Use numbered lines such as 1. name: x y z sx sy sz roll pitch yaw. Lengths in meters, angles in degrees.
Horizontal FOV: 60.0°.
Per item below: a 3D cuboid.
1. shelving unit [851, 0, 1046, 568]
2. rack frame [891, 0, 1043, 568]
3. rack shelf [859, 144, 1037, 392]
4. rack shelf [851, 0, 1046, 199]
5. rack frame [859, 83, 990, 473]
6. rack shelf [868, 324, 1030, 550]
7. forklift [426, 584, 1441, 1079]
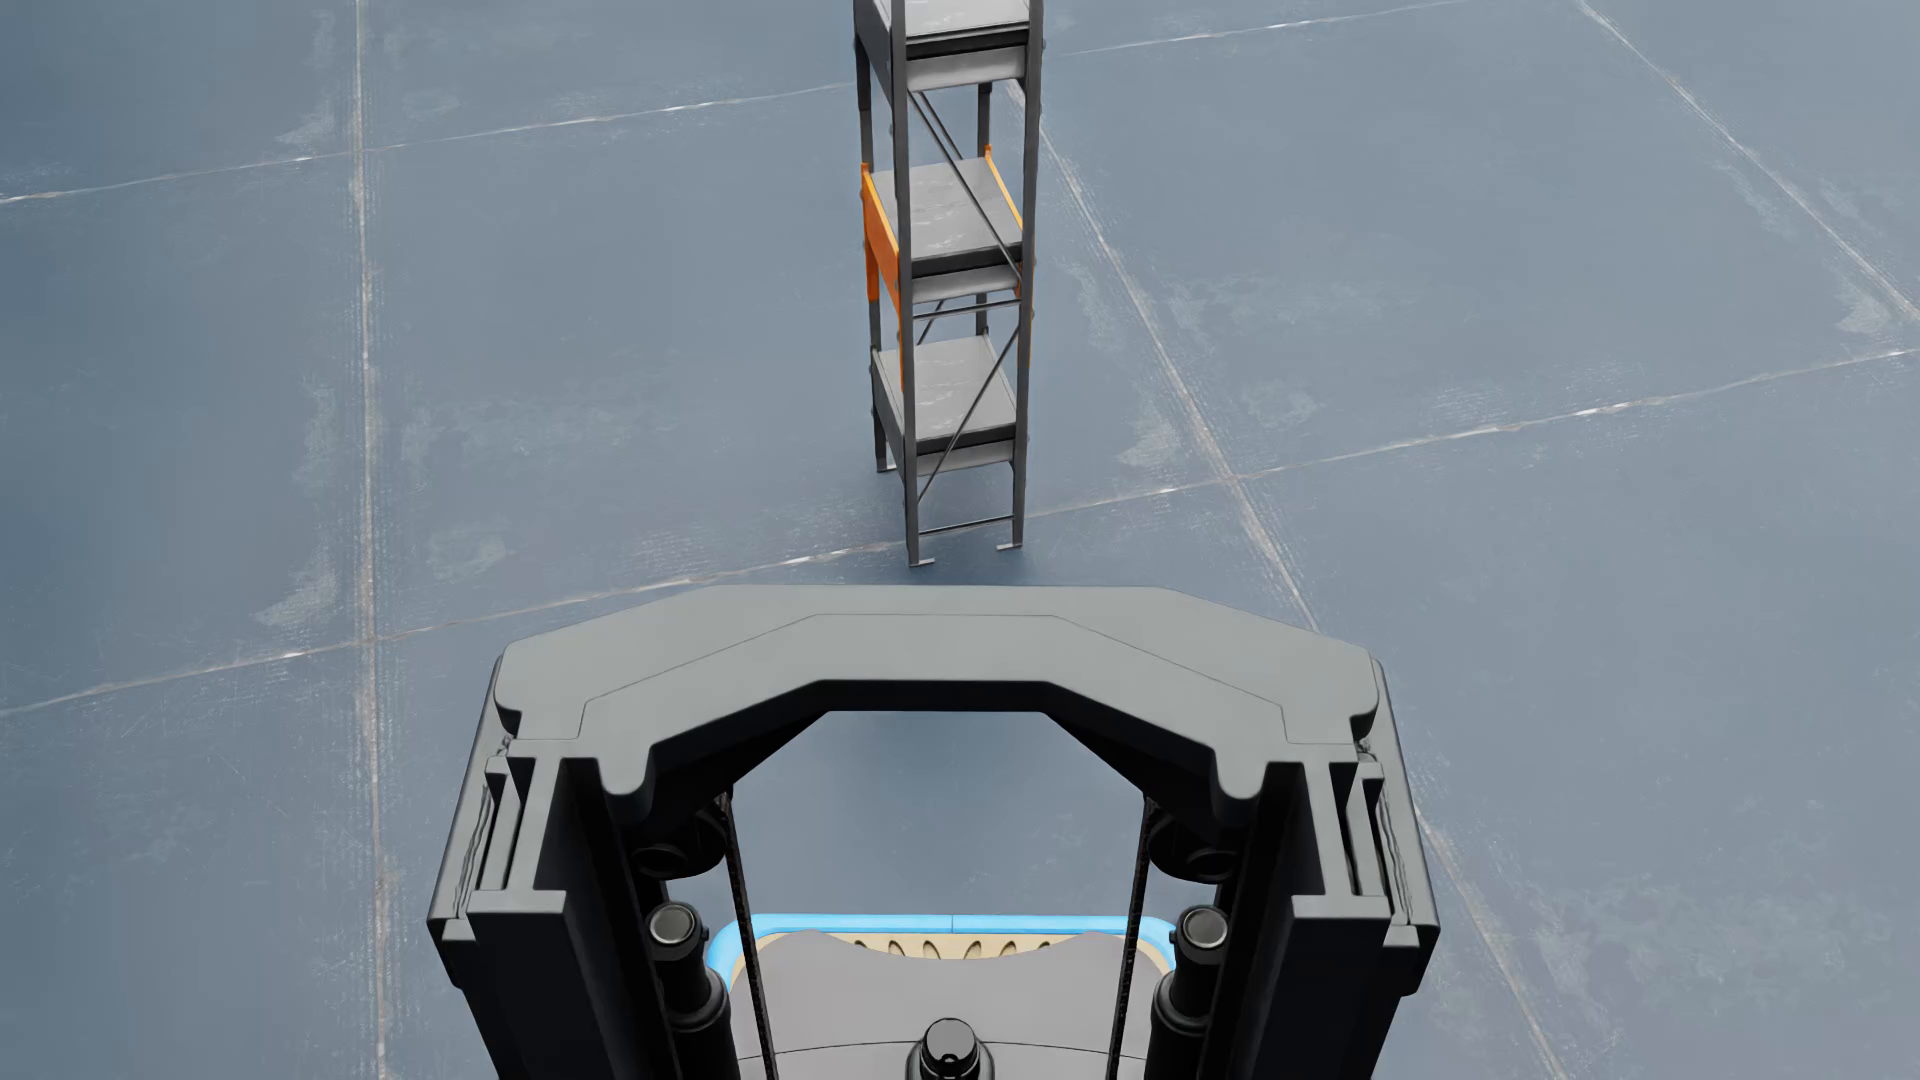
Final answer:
1. shelving unit: -0.042 -0.849 5.112 0.431 2.100 0.503 -11 47 -10
2. rack frame: 0.020 -0.681 4.947 0.400 2.100 0.015 -11 47 -10
3. rack shelf: -0.042 -0.840 5.122 0.431 0.518 0.480 -11 47 -10
4. rack shelf: -0.042 -1.330 4.622 0.431 0.518 0.480 -11 47 -10
5. rack frame: -0.105 -1.018 5.277 0.400 2.100 0.015 -11 47 -10
6. rack shelf: -0.042 -0.350 5.622 0.431 0.518 0.480 -11 47 -10
7. forklift: -0.028 1.567 2.162 1.130 2.935 3.031 0 46 0
